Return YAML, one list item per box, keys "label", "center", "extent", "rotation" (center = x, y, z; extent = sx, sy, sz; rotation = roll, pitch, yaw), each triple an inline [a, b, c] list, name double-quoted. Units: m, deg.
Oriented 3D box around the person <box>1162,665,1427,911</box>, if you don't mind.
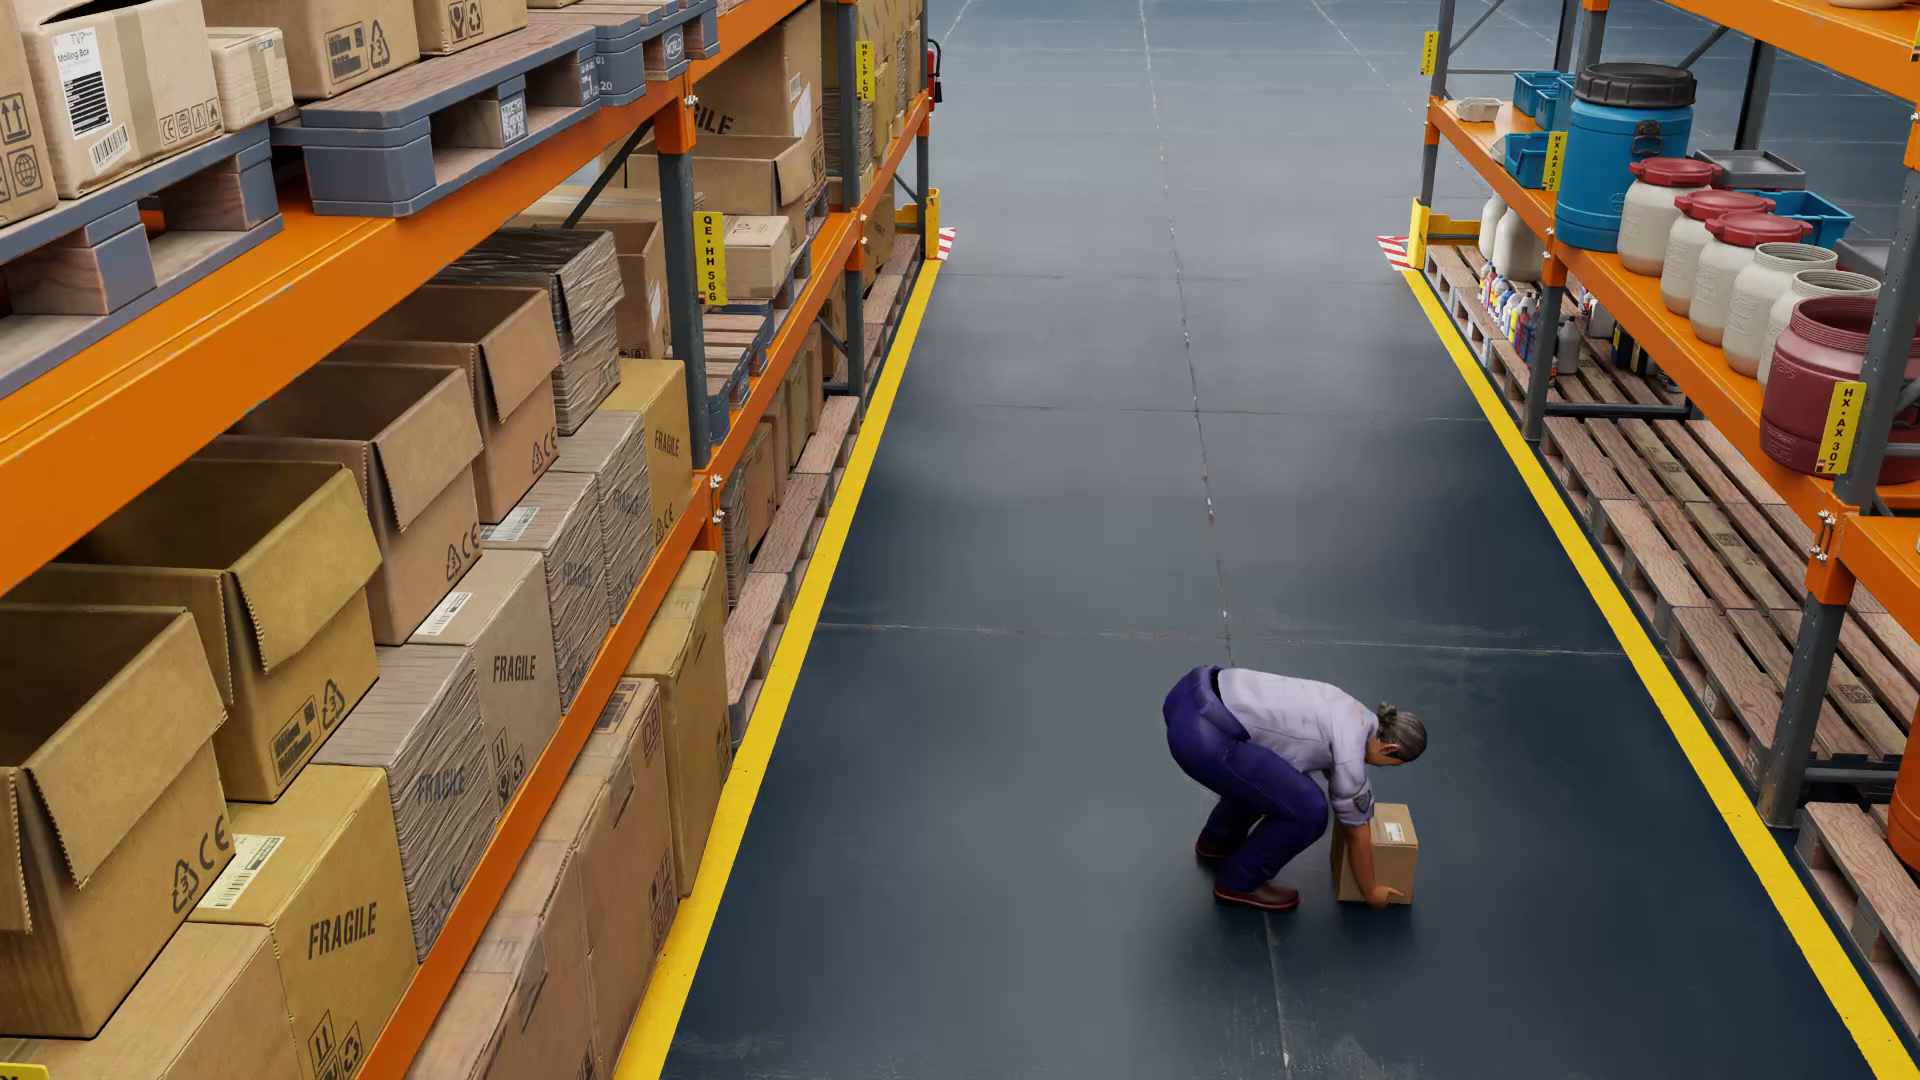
- label: "person"
  center: [1.148, 0.840, 5.785]
  extent: [0.900, 0.830, 0.514]
  rotation: [1, 25, 2]
